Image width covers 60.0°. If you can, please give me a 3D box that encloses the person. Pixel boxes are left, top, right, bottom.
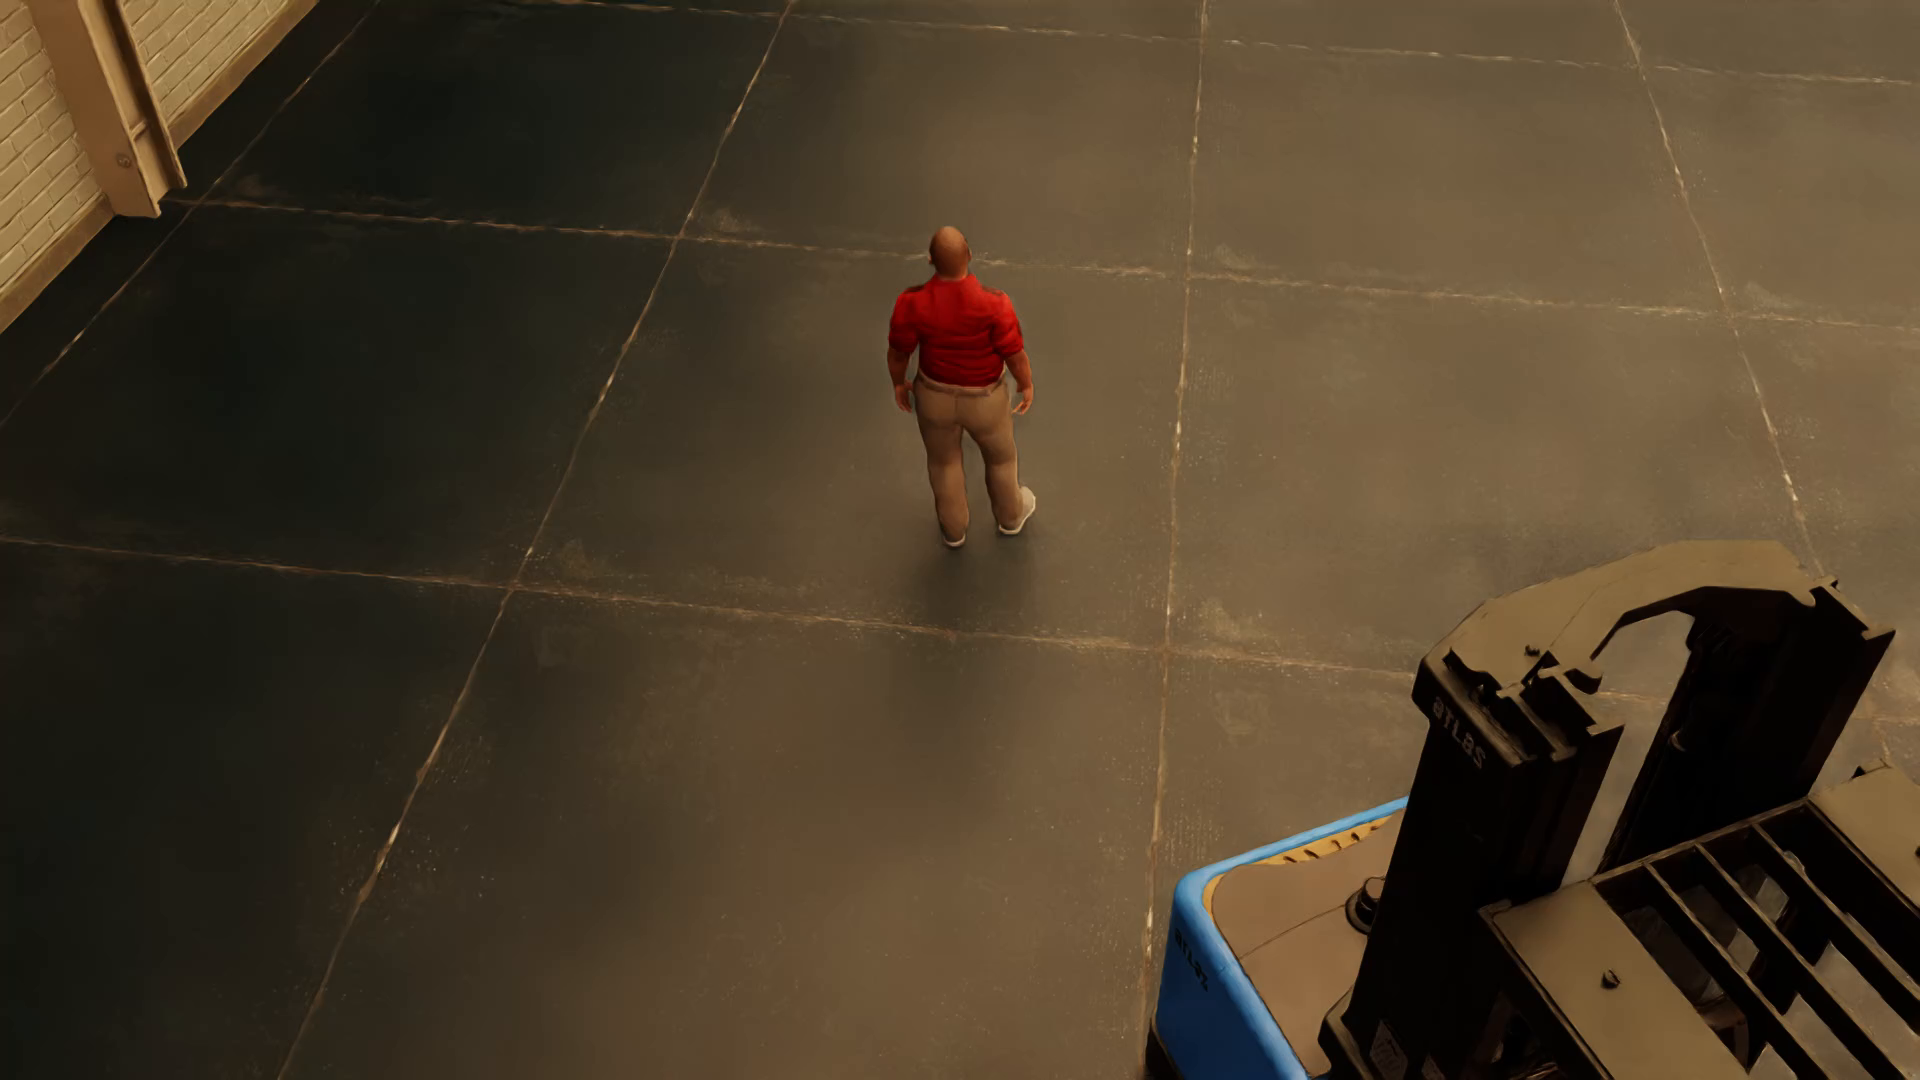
[{"bbox_3d":[0.024,-0.701,7.365,0.640,1.727,0.550,5,43,6],"label":"person"}]

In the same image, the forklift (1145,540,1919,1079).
[{"bbox_3d":[1.671,1.563,4.023,1.130,2.935,3.031,-15,45,-16],"label":"forklift"}]
